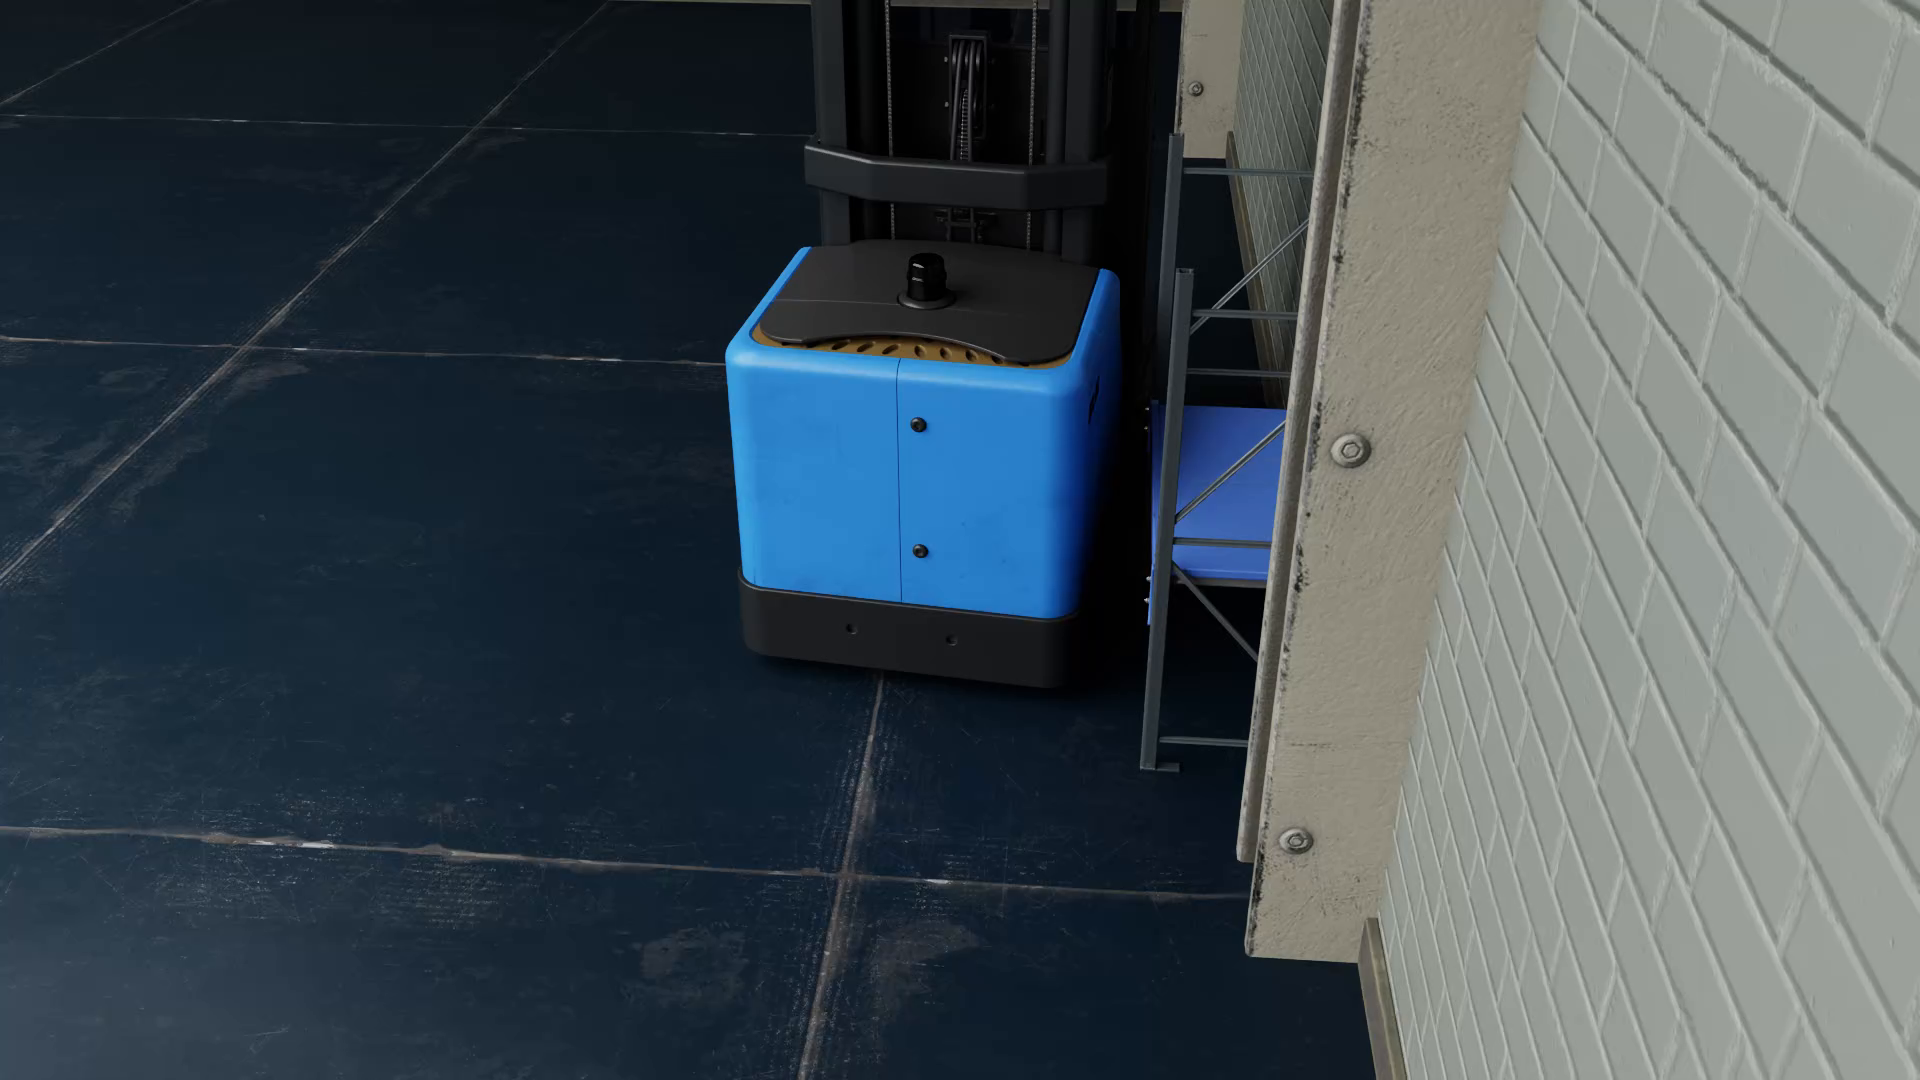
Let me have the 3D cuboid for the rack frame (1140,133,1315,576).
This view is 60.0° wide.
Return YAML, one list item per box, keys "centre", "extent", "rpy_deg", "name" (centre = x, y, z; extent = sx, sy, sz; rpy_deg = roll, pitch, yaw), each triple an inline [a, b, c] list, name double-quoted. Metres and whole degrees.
- centre: [0.852, -0.516, 5.157]
  extent: [0.500, 1.500, 0.032]
  rpy_deg: [3, 32, 4]
  name: "rack frame"

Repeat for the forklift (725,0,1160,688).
- centre: [0.122, -1.571, 5.506]
  extent: [1.130, 2.935, 3.031]
  rpy_deg: [6, 32, 10]
  name: "forklift"

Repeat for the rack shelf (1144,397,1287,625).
- centre: [0.805, -0.097, 4.821]
  extent: [0.538, 0.185, 1.000]
  rpy_deg: [3, 32, 4]
  name: "rack shelf"

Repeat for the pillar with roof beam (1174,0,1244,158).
- centre: [-2.929, -6.226, 7.276]
  extent: [9.100, 9.000, 0.400]
  rpy_deg: [2, 32, 4]
  name: "pillar with roof beam"

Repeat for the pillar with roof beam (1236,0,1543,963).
- centre: [-3.417, -3.089, 2.185]
  extent: [9.100, 9.000, 0.400]
  rpy_deg: [2, 32, 4]
  name: "pillar with roof beam"

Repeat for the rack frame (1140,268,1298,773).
- centre: [0.759, 0.016, 4.295]
  extent: [0.500, 1.500, 0.032]
  rpy_deg: [3, 32, 4]
  name: "rack frame"

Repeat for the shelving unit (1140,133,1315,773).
- centre: [0.805, -0.250, 4.726]
  extent: [0.538, 1.500, 1.048]
  rpy_deg: [3, 32, 4]
  name: "shelving unit"
